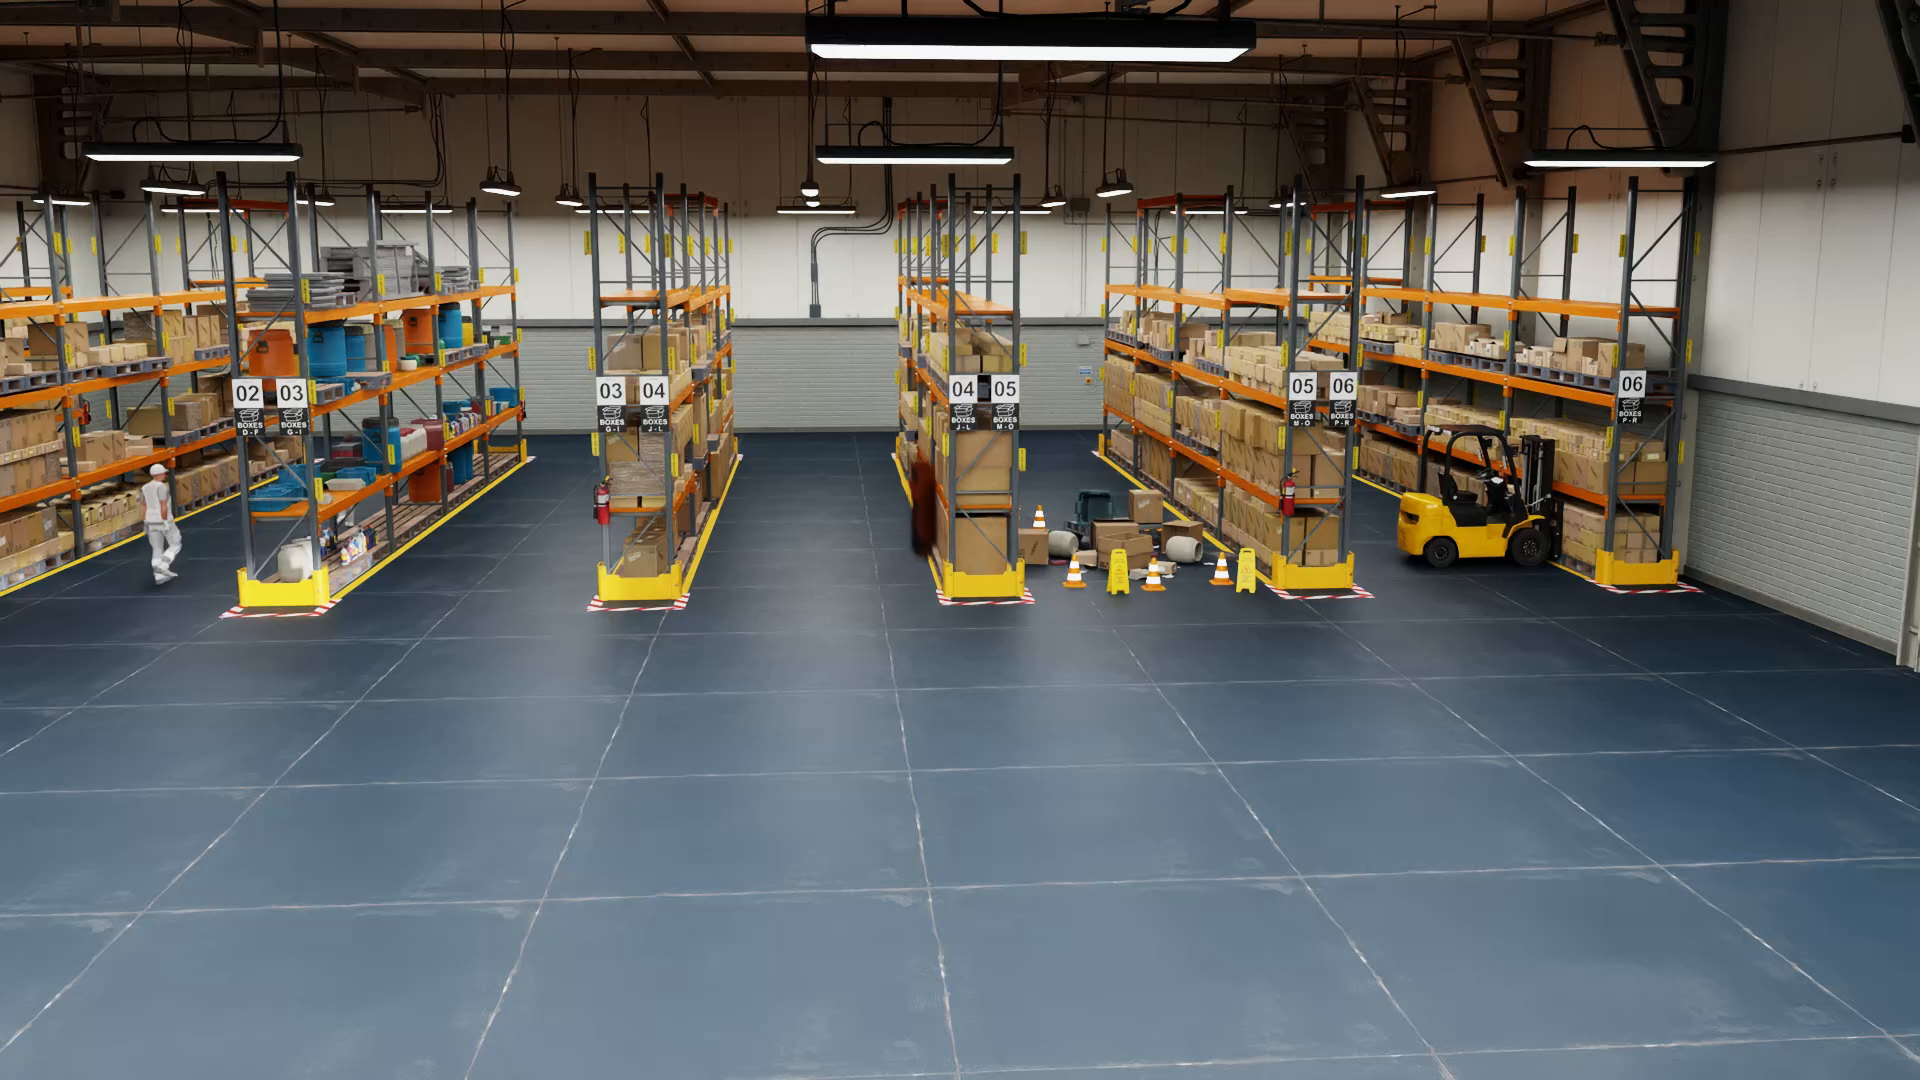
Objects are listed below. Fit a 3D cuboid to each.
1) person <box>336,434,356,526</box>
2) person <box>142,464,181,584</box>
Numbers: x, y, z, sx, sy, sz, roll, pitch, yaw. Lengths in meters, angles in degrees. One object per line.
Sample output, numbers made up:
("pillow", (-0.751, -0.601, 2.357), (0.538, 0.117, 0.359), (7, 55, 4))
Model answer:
("person", (-11.069, -1.085, 29.995), (0.573, 1.670, 0.409), (-6, 11, -29))
("person", (-12.024, -0.244, 24.946), (0.576, 1.776, 0.569), (1, 10, 7))
